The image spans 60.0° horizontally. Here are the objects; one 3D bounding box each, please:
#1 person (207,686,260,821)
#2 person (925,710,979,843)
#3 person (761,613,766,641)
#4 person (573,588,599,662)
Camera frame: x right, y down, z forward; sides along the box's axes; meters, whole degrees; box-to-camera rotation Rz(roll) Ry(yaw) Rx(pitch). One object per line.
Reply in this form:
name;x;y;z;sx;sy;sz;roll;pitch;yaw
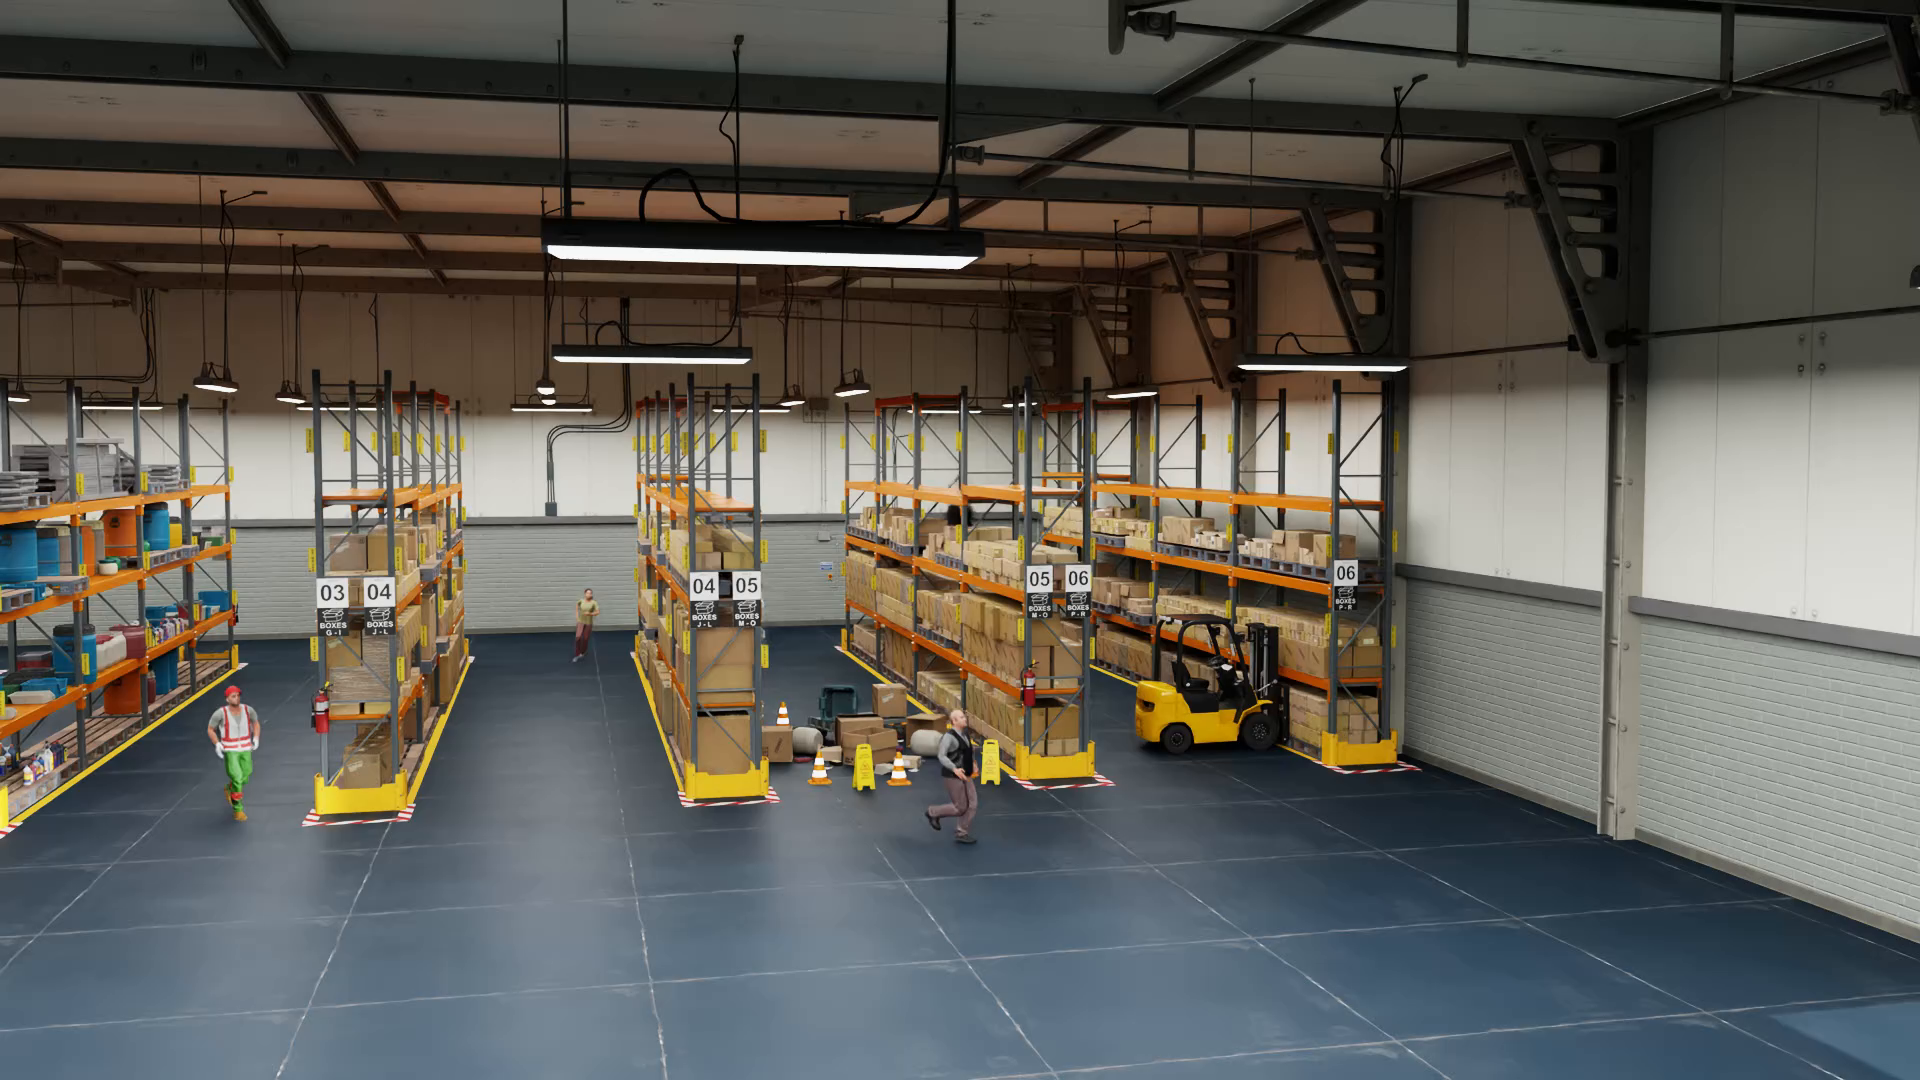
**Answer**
person;-9.767;2.833;22.369;0.662;1.791;0.779;-3;4;-39
person;-0.088;2.967;20.919;0.688;1.673;0.673;2;4;28
person;-5.077;1.857;41.395;0.575;1.535;0.539;-2;4;-34
person;-8.649;1.965;38.568;0.603;1.712;0.690;0;3;-5
